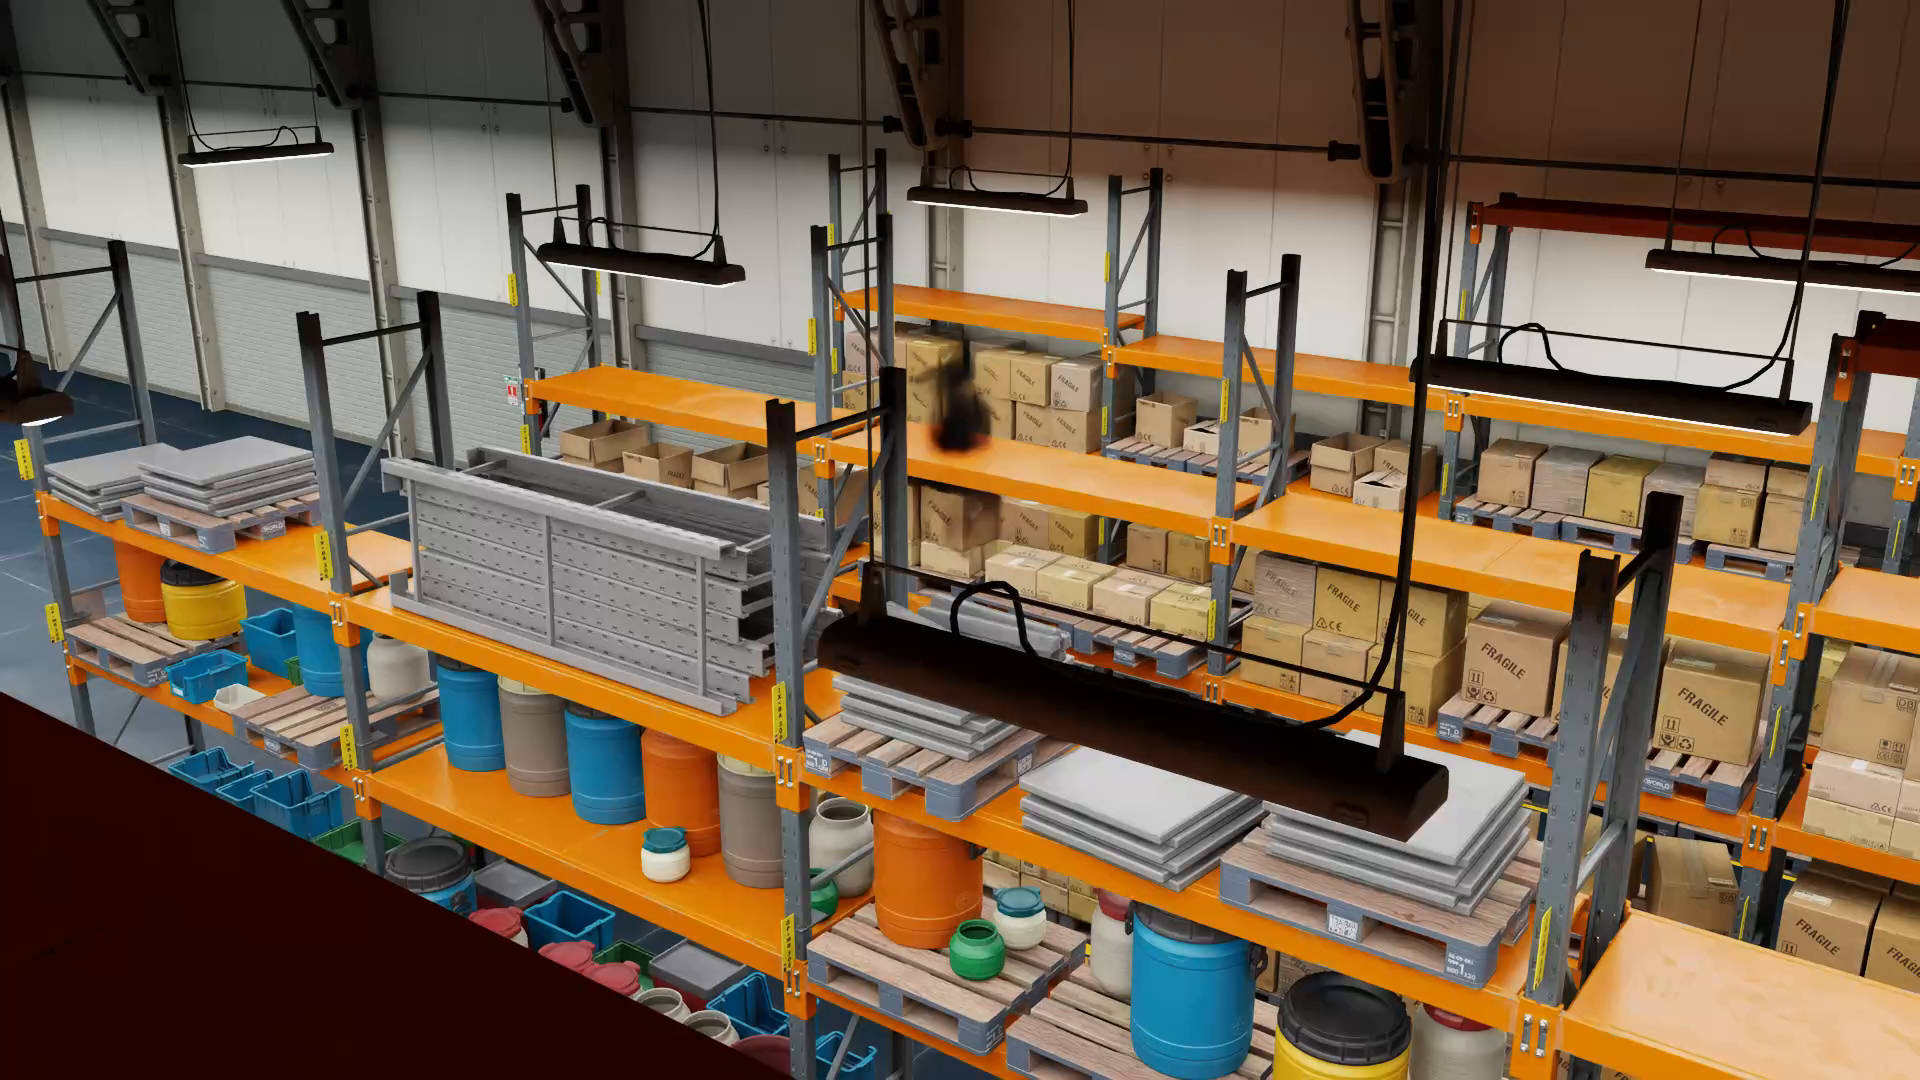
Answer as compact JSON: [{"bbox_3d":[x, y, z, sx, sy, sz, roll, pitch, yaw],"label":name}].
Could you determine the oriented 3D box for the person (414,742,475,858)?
[{"bbox_3d":[-0.293,1.688,16.959,6.447,1.510,8.115,11,21,30],"label":"person"}]
